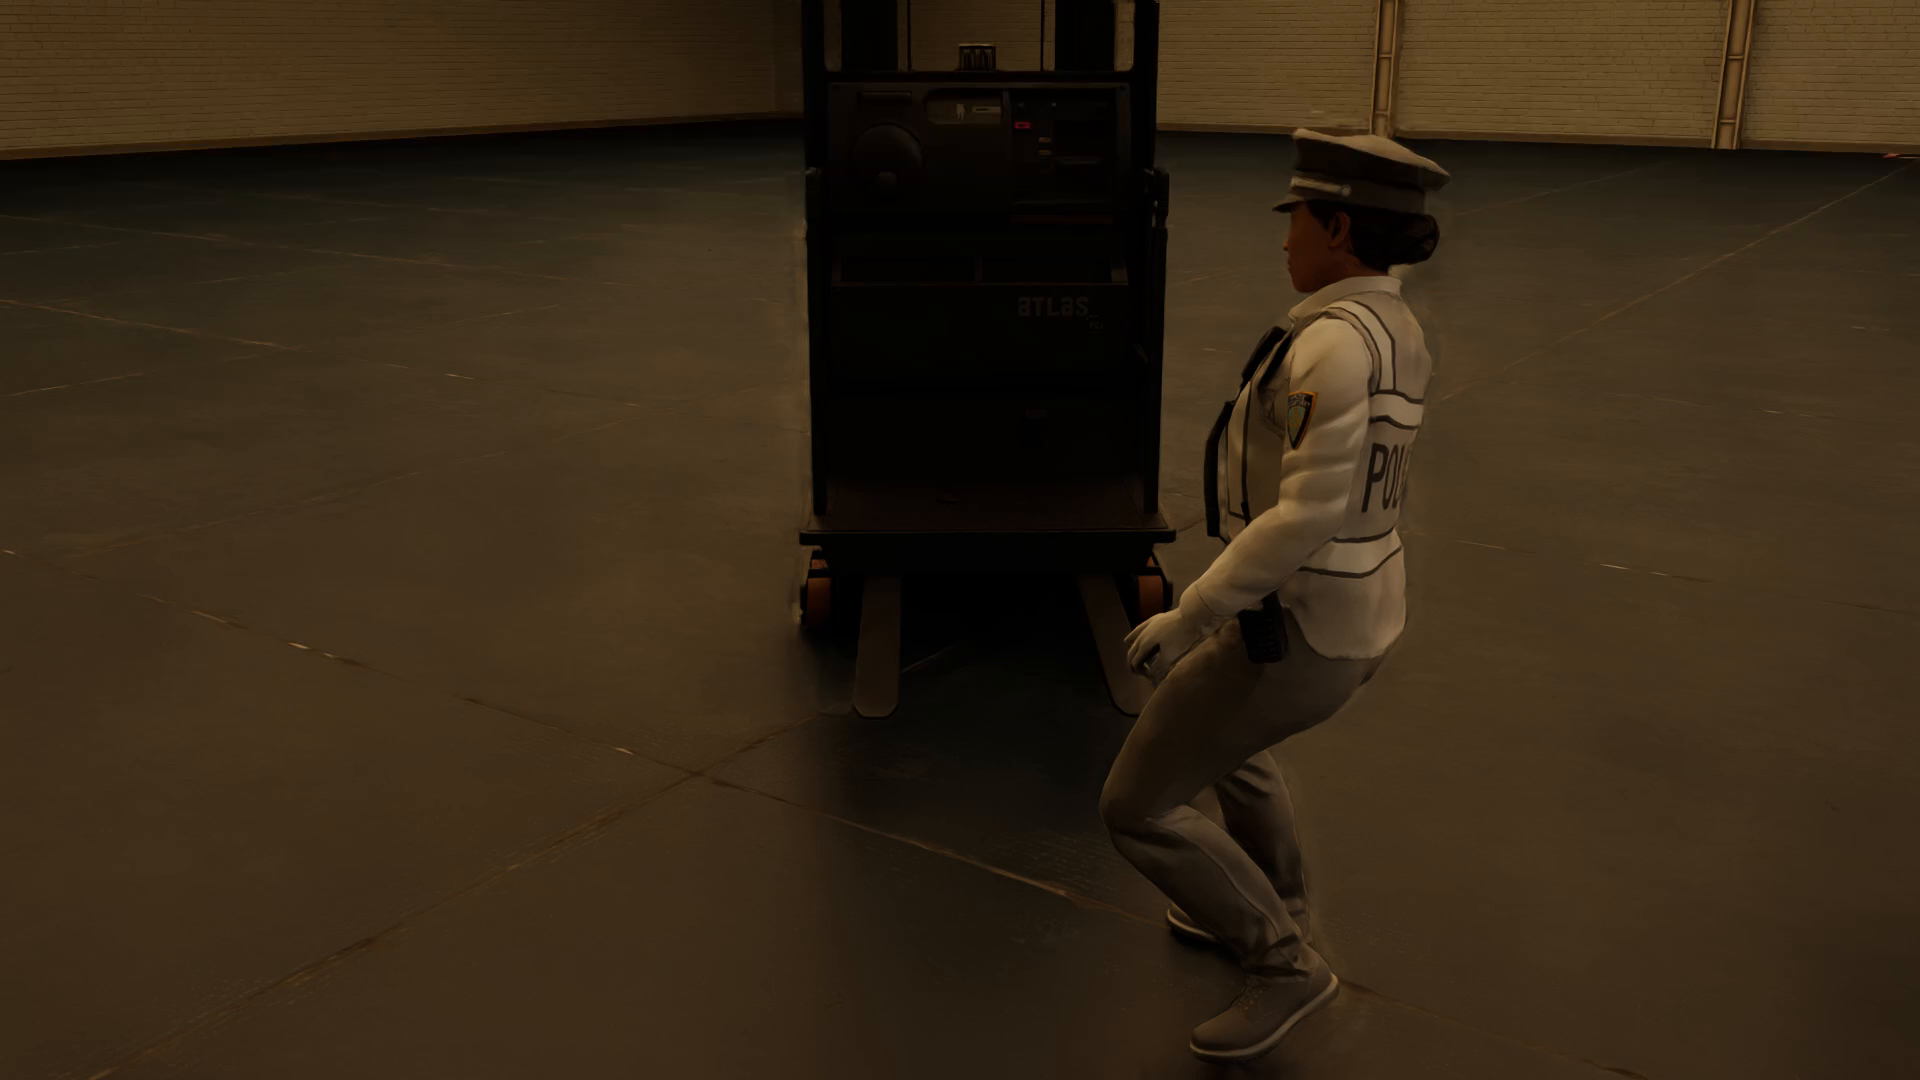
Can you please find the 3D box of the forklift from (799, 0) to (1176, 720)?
[{"bbox_3d":[0.068,-1.220,4.914,1.130,2.935,3.031,0,17,-1],"label":"forklift"}]

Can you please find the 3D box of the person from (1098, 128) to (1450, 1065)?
[{"bbox_3d":[0.535,0.102,2.856,0.473,1.570,0.758,9,19,27],"label":"person"}]
